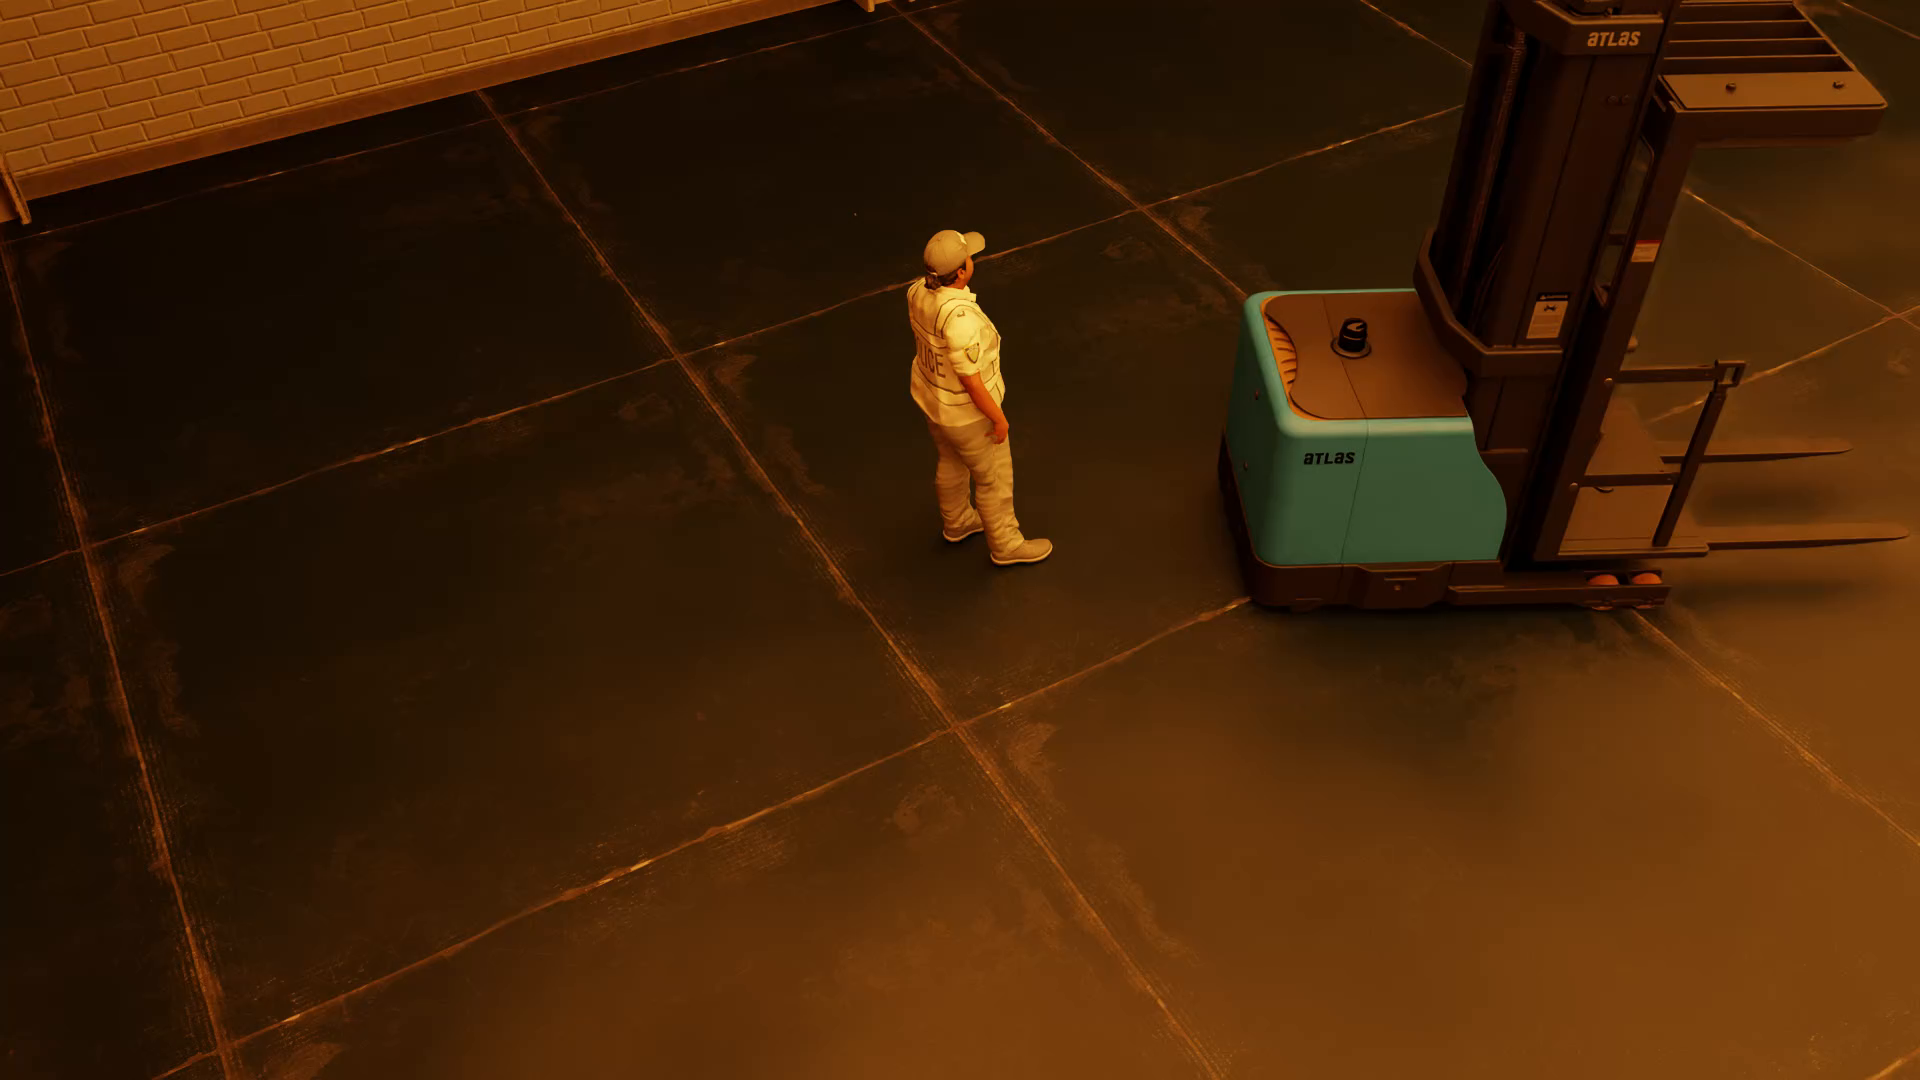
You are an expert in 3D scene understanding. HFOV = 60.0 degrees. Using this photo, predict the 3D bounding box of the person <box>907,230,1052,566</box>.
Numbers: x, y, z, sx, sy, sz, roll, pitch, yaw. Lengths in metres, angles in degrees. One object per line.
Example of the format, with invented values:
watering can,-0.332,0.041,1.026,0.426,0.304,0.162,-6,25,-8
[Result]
person,0.078,-0.629,7.295,0.529,1.670,0.598,-21,47,-21

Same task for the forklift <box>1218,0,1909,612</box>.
forklift,2.788,-1.120,6.905,3.031,2.935,1.130,-2,43,-2
